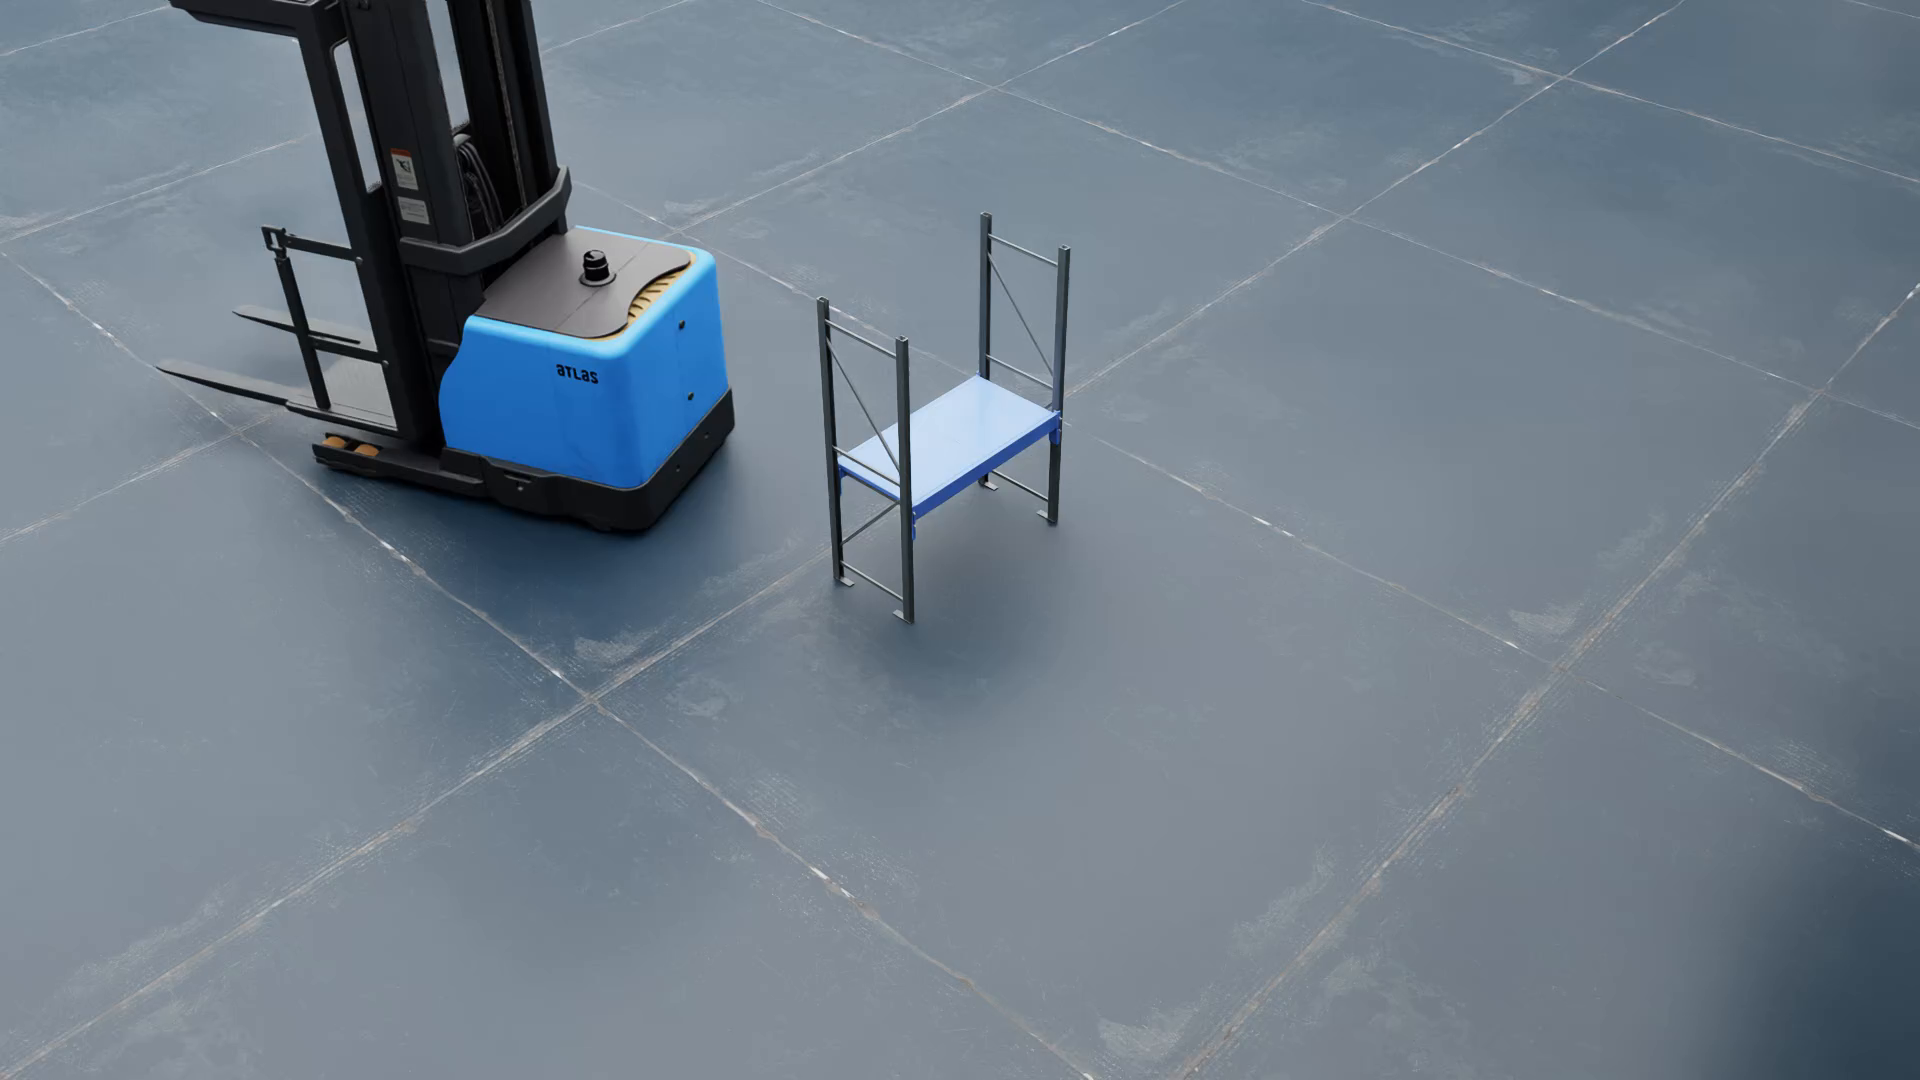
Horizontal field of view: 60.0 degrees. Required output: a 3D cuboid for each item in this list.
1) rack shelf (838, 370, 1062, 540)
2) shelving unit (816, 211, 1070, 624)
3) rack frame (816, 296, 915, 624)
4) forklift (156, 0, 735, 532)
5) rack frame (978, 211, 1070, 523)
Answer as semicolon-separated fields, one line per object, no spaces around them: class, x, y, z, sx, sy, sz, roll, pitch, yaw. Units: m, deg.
rack shelf;-0.058;-0.407;7.629;0.538;0.185;1.000;30;47;32
shelving unit;-0.058;-0.548;7.517;0.538;1.500;1.048;30;47;32
rack frame;-0.400;-0.314;7.224;0.500;1.500;0.032;30;47;32
forklift;-2.744;-1.757;7.888;3.031;2.935;1.130;13;40;16
rack frame;0.285;-0.781;7.811;0.500;1.500;0.032;30;47;32
